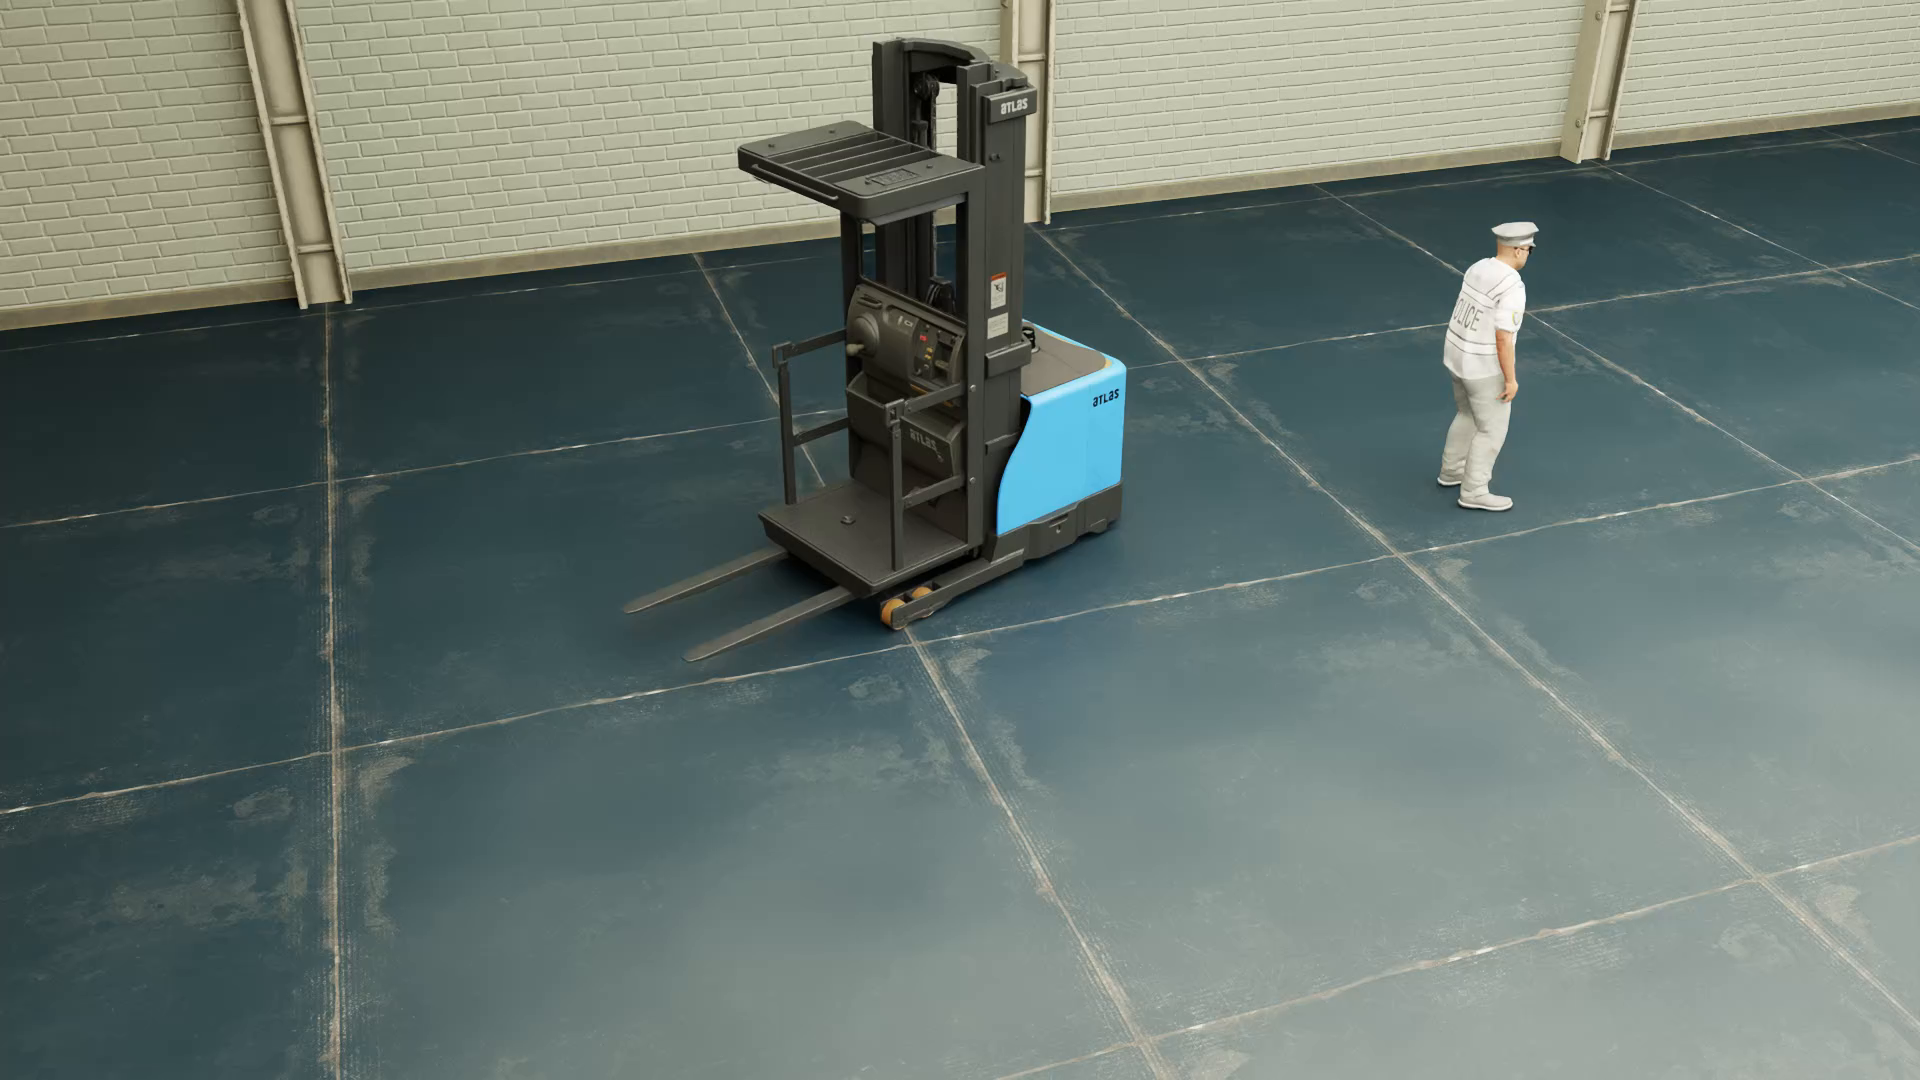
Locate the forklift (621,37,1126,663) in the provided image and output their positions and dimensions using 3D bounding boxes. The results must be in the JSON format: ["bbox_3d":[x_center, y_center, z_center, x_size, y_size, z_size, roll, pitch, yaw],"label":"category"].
[{"bbox_3d":[-0.461,-1.072,8.951,3.031,2.935,1.130,-23,37,-34],"label":"forklift"}]

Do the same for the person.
[{"bbox_3d":[3.188,-1.065,10.123,0.443,1.747,0.600,-6,31,-11],"label":"person"}]
